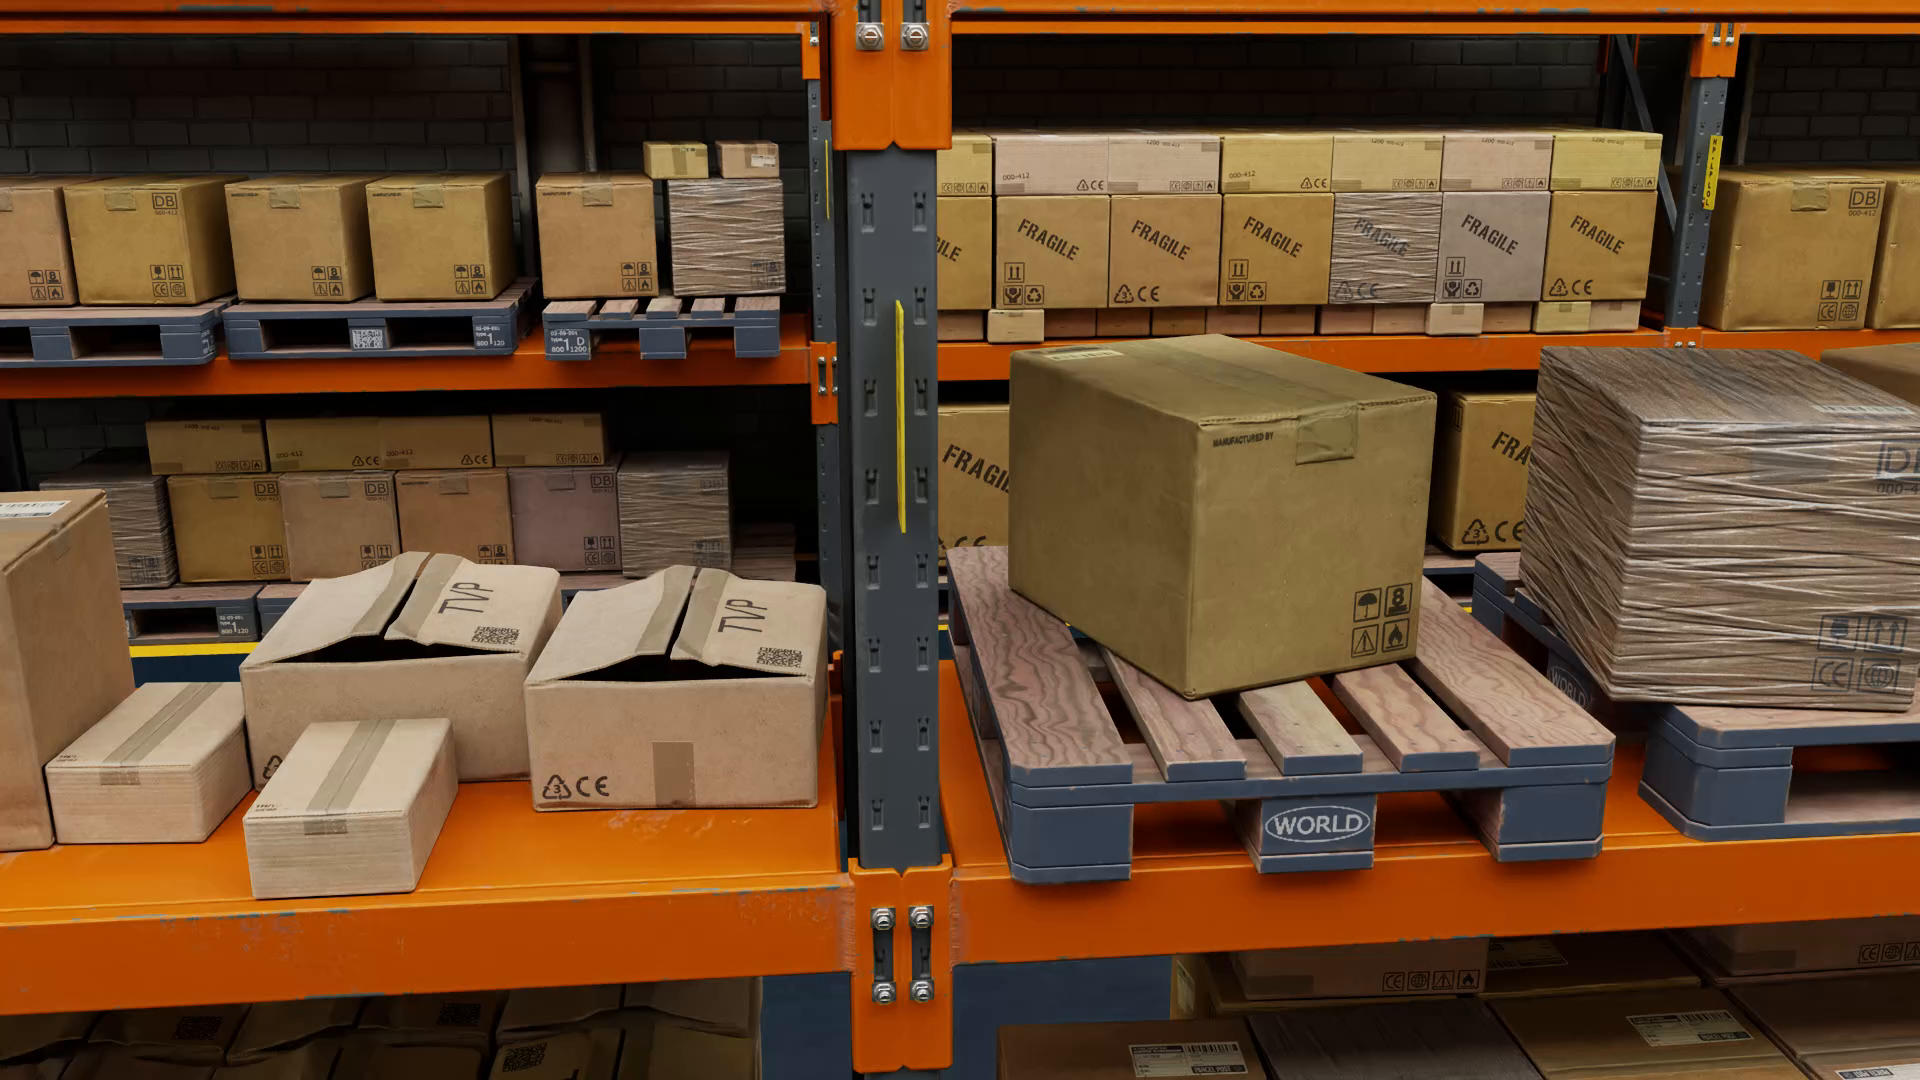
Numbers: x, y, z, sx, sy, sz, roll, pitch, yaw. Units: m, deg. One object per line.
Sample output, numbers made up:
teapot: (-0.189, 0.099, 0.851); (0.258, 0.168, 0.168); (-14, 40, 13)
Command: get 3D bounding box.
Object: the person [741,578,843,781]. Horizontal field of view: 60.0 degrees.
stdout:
person: (-0.704, 0.525, 5.967); (0.877, 0.800, 0.530); (-2, 17, -5)
